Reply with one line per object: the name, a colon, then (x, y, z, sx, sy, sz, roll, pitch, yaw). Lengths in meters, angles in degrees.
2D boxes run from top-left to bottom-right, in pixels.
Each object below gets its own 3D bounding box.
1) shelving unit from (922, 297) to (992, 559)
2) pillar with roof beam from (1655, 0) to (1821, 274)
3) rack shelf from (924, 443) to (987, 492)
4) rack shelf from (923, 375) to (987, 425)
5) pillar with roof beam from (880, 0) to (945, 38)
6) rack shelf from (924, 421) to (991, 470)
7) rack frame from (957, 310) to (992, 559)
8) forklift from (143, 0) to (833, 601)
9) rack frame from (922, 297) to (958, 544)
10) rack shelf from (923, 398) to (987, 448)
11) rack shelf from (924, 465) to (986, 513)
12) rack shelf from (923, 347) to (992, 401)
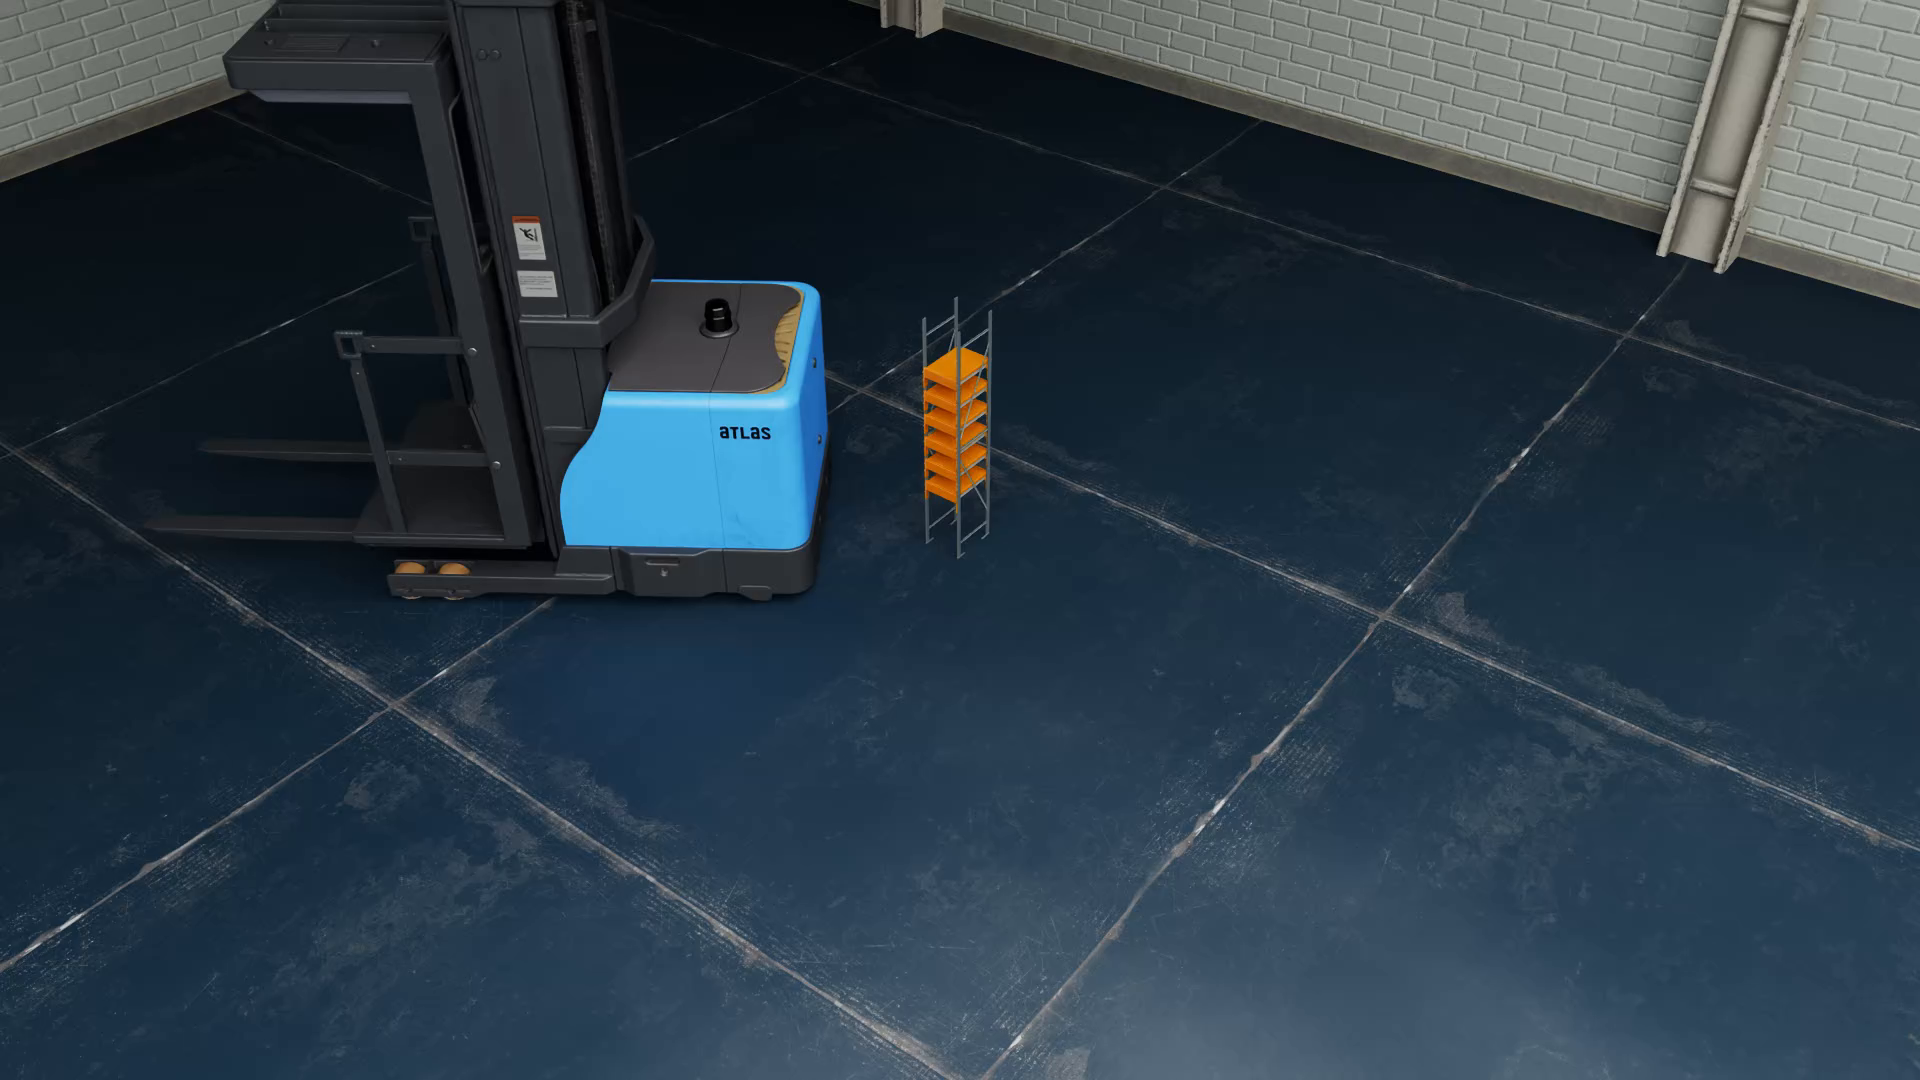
shelving unit: (-0.012, -0.478, 7.387, 0.189, 1.200, 0.258, 25, 45, 29)
pillar with roof beam: (1.787, -3.143, 4.465, 0.400, 9.000, 9.100, 25, 45, 29)
rack shelf: (-0.011, -0.348, 7.488, 0.180, 0.103, 0.258, 25, 45, 29)
rack shelf: (-0.012, -0.632, 7.266, 0.180, 0.103, 0.258, 25, 45, 29)
pillar with roof beam: (-2.979, -5.390, 7.335, 0.400, 9.000, 9.100, 25, 45, 29)
rack shelf: (-0.012, -0.443, 7.414, 0.180, 0.103, 0.258, 25, 45, 29)
rack frame: (0.061, -0.444, 7.343, 0.006, 1.200, 0.240, 25, 45, 29)
forklift: (-2.145, -1.211, 6.920, 3.031, 2.935, 1.130, 1, 38, 2)
rack frame: (-0.084, -0.512, 7.431, 0.006, 1.200, 0.240, 25, 45, 29)
rack shelf: (-0.012, -0.537, 7.340, 0.180, 0.103, 0.258, 25, 45, 29)
rack shelf: (-0.011, -0.254, 7.562, 0.180, 0.103, 0.258, 25, 45, 29)
rack shelf: (-0.012, -0.726, 7.193, 0.180, 0.103, 0.258, 25, 45, 29)
